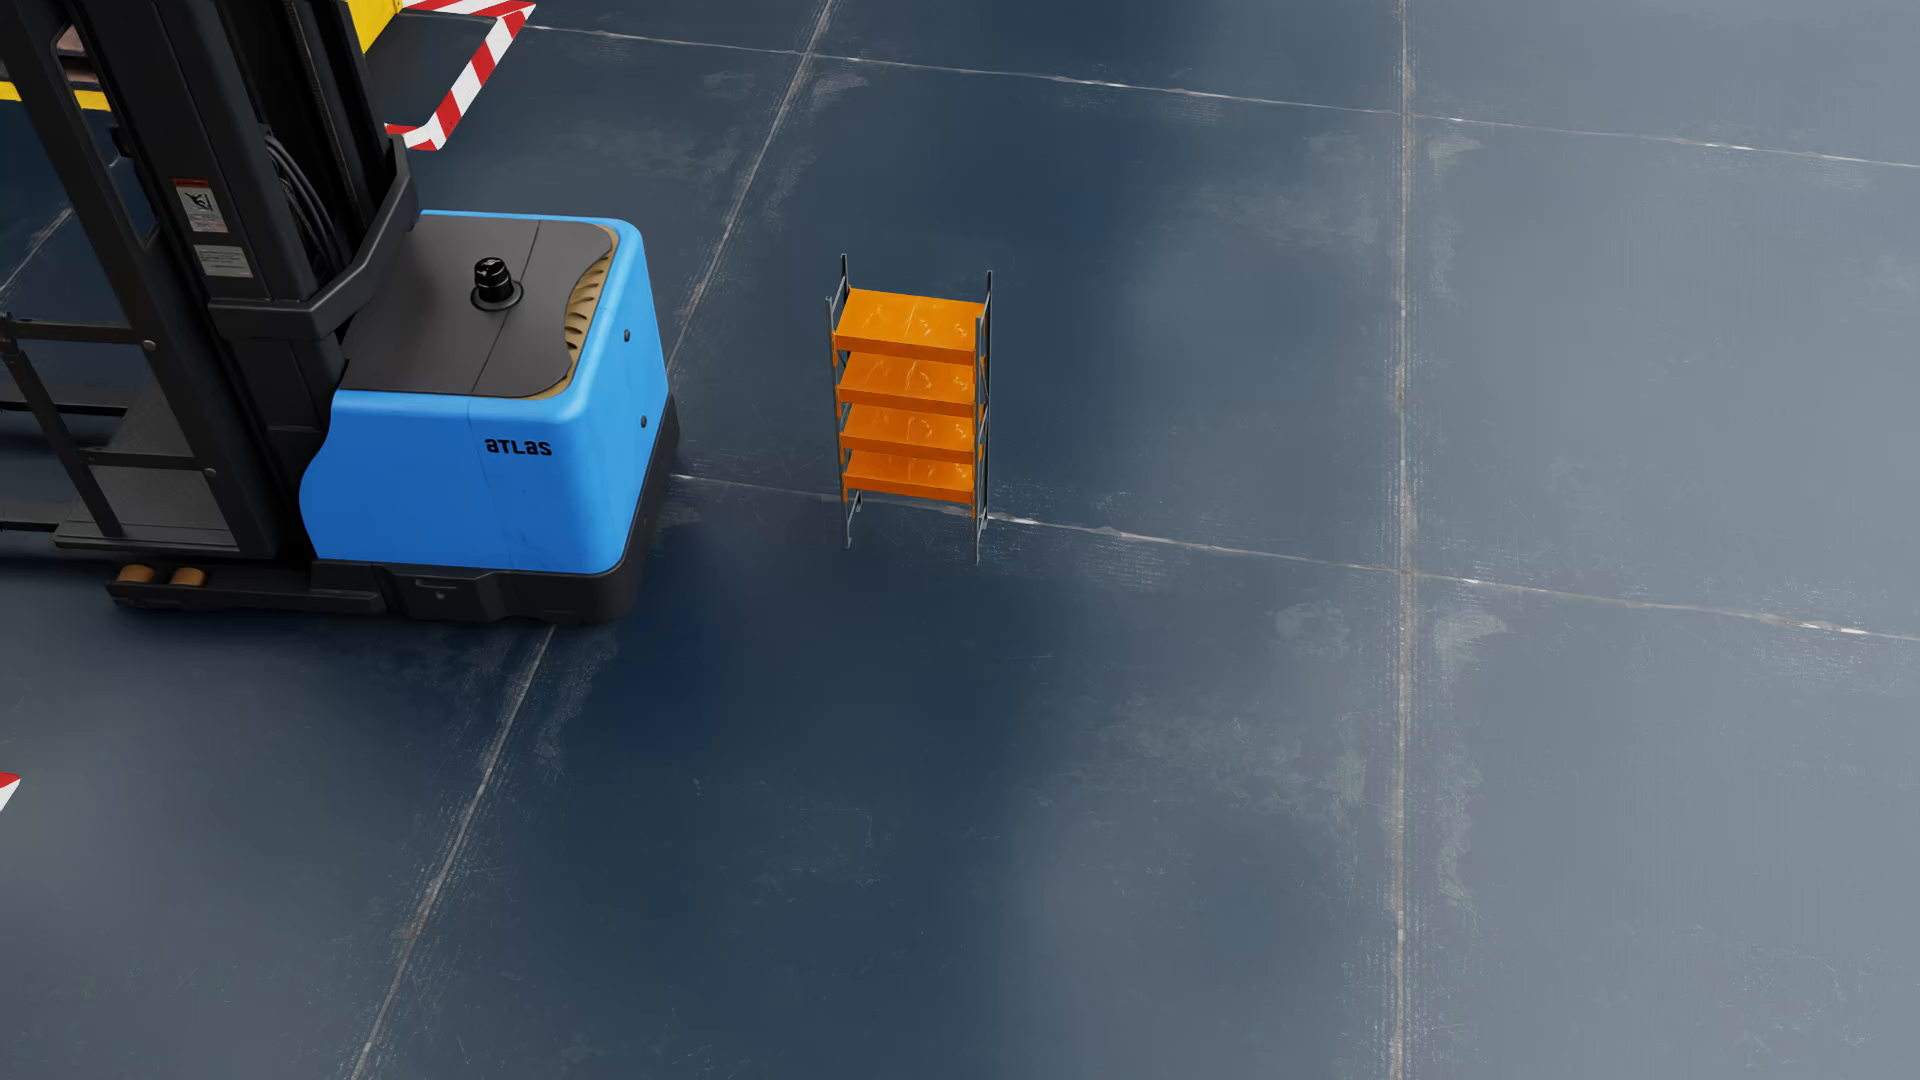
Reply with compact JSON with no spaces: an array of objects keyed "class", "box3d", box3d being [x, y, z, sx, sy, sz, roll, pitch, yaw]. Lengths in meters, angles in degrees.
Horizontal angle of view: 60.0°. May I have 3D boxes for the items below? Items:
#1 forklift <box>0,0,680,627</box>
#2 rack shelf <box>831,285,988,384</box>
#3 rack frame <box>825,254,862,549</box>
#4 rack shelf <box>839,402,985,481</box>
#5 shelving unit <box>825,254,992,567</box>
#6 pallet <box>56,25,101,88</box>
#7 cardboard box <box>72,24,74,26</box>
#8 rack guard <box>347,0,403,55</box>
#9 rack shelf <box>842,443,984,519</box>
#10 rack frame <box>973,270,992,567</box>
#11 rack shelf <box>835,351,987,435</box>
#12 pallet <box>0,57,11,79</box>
[{"class":"forklift","box3d":[-2.641,-1.113,5.279,3.031,2.935,1.130,3,48,3]},{"class":"rack shelf","box3d":[-0.163,-0.686,5.531,0.480,0.148,0.258,8,49,7]},{"class":"rack frame","box3d":[-0.403,-0.455,5.852,0.015,1.200,0.240,8,49,7]},{"class":"rack shelf","box3d":[-0.163,-0.378,5.873,0.480,0.148,0.258,8,49,7]},{"class":"shelving unit","box3d":[-0.163,-0.423,5.823,0.503,1.200,0.258,8,49,7]},{"class":"pallet","box3d":[-3.998,-2.656,8.495,1.213,0.211,1.003,8,49,7]},{"class":"cardboard box","box3d":[-4.335,-2.899,8.236,0.500,0.500,0.500,19,51,17]},{"class":"rack guard","box3d":[-3.204,-2.620,8.268,0.348,0.500,1.175,8,49,7]},{"class":"rack shelf","box3d":[-0.163,-0.245,6.021,0.480,0.148,0.258,8,49,7]},{"class":"rack frame","box3d":[0.077,-0.391,5.794,0.015,1.200,0.240,8,49,7]},{"class":"rack shelf","box3d":[-0.163,-0.527,5.707,0.480,0.148,0.258,8,49,7]},{"class":"pallet","box3d":[-5.195,-2.820,8.642,1.213,0.211,1.003,8,49,7]}]
